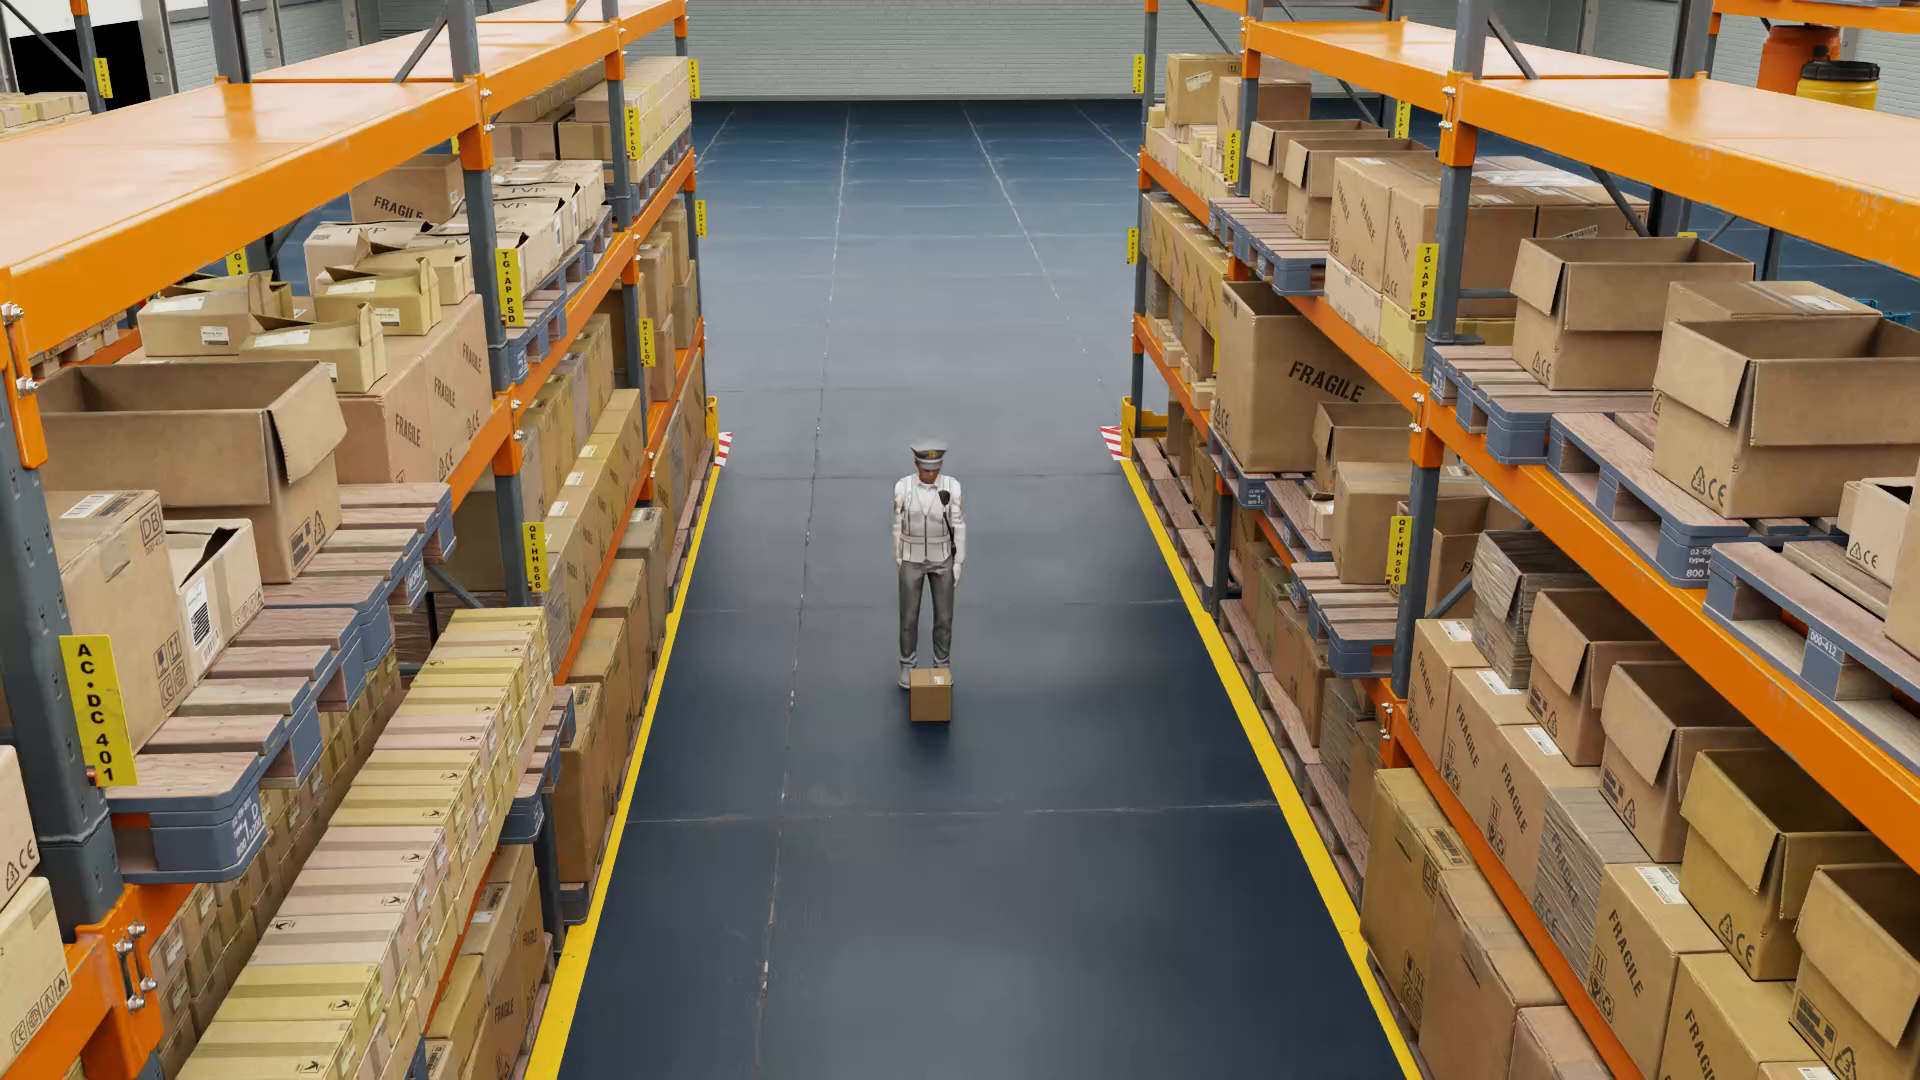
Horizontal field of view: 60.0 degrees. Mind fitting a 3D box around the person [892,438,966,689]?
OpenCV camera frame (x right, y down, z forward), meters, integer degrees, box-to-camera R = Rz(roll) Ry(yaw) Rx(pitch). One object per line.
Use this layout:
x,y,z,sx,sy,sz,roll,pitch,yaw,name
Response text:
-0.195,0.151,10.685,0.471,1.662,0.327,-1,21,-2,person
